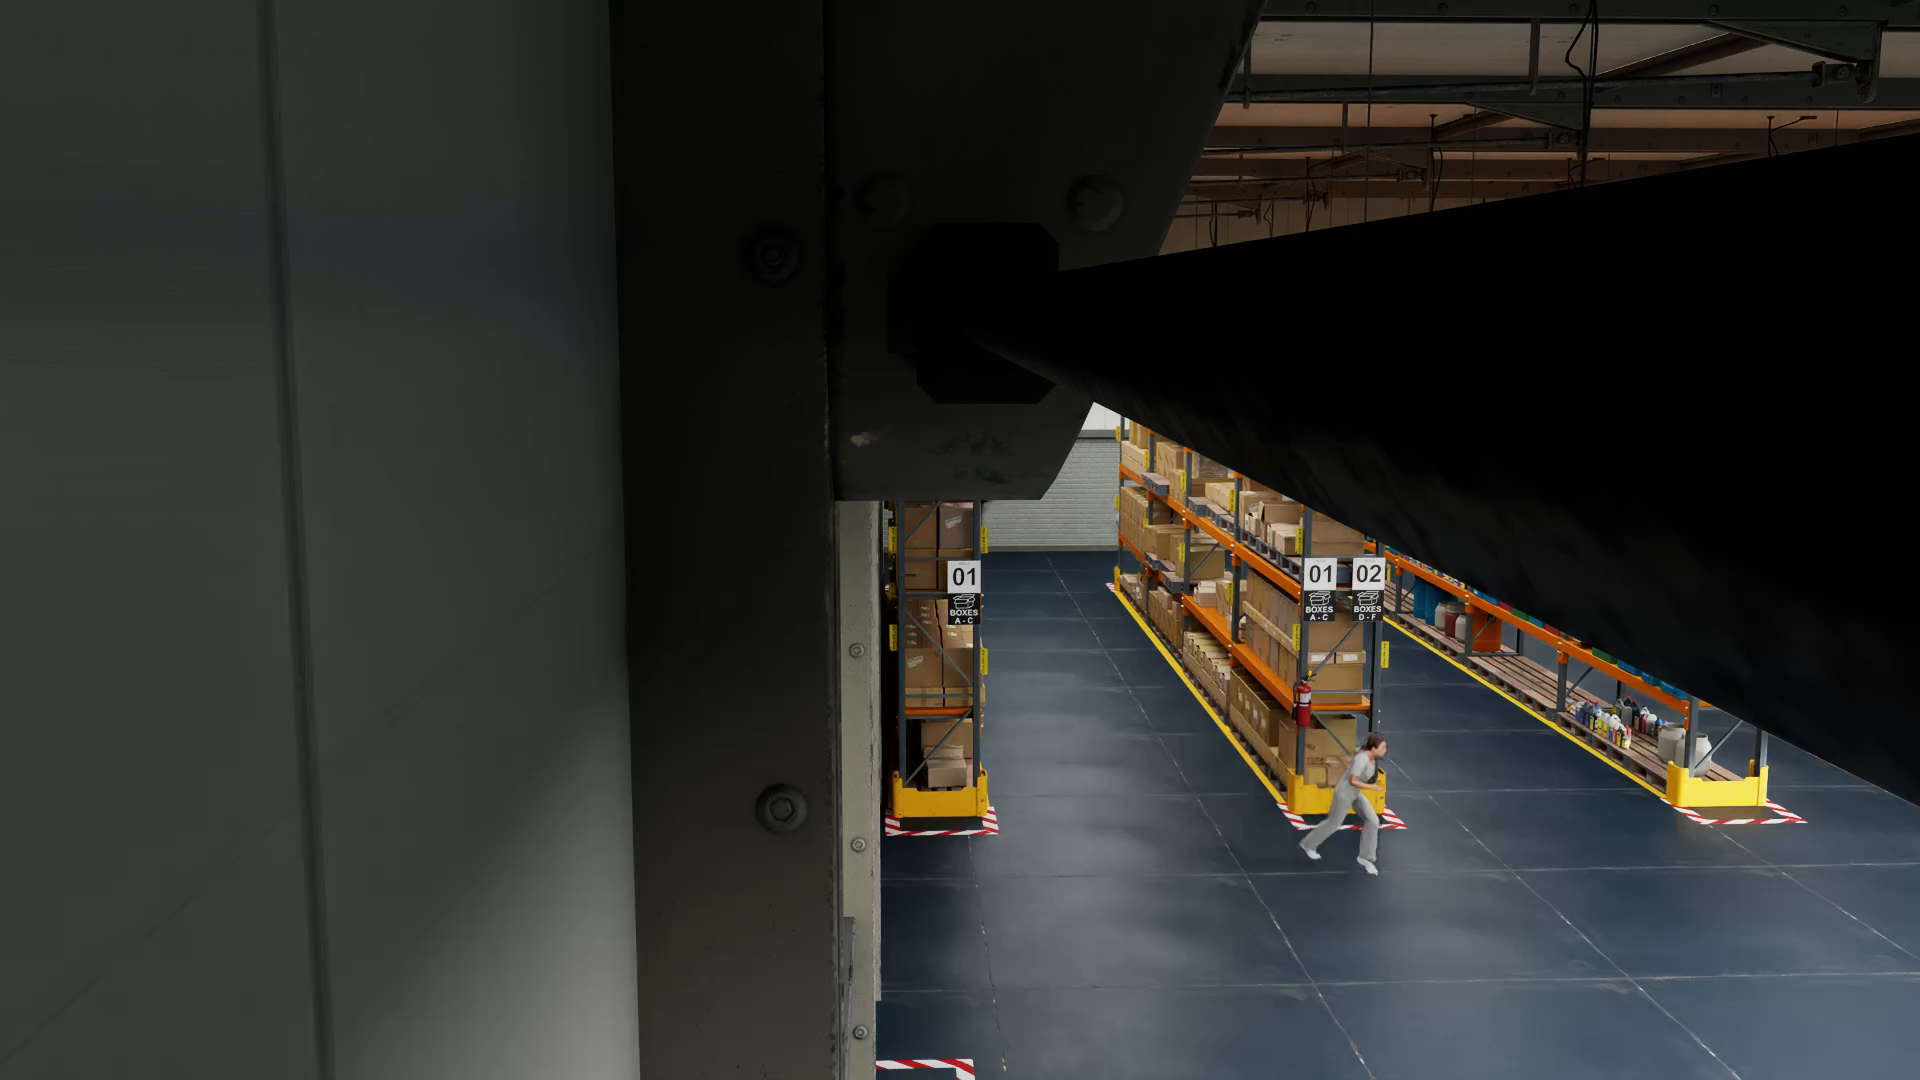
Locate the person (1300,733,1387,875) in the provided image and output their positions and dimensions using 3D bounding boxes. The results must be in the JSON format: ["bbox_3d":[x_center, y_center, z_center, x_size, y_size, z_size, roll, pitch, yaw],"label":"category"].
[{"bbox_3d":[4.286,2.909,18.611,0.952,1.625,0.605,5,9,29],"label":"person"}]
